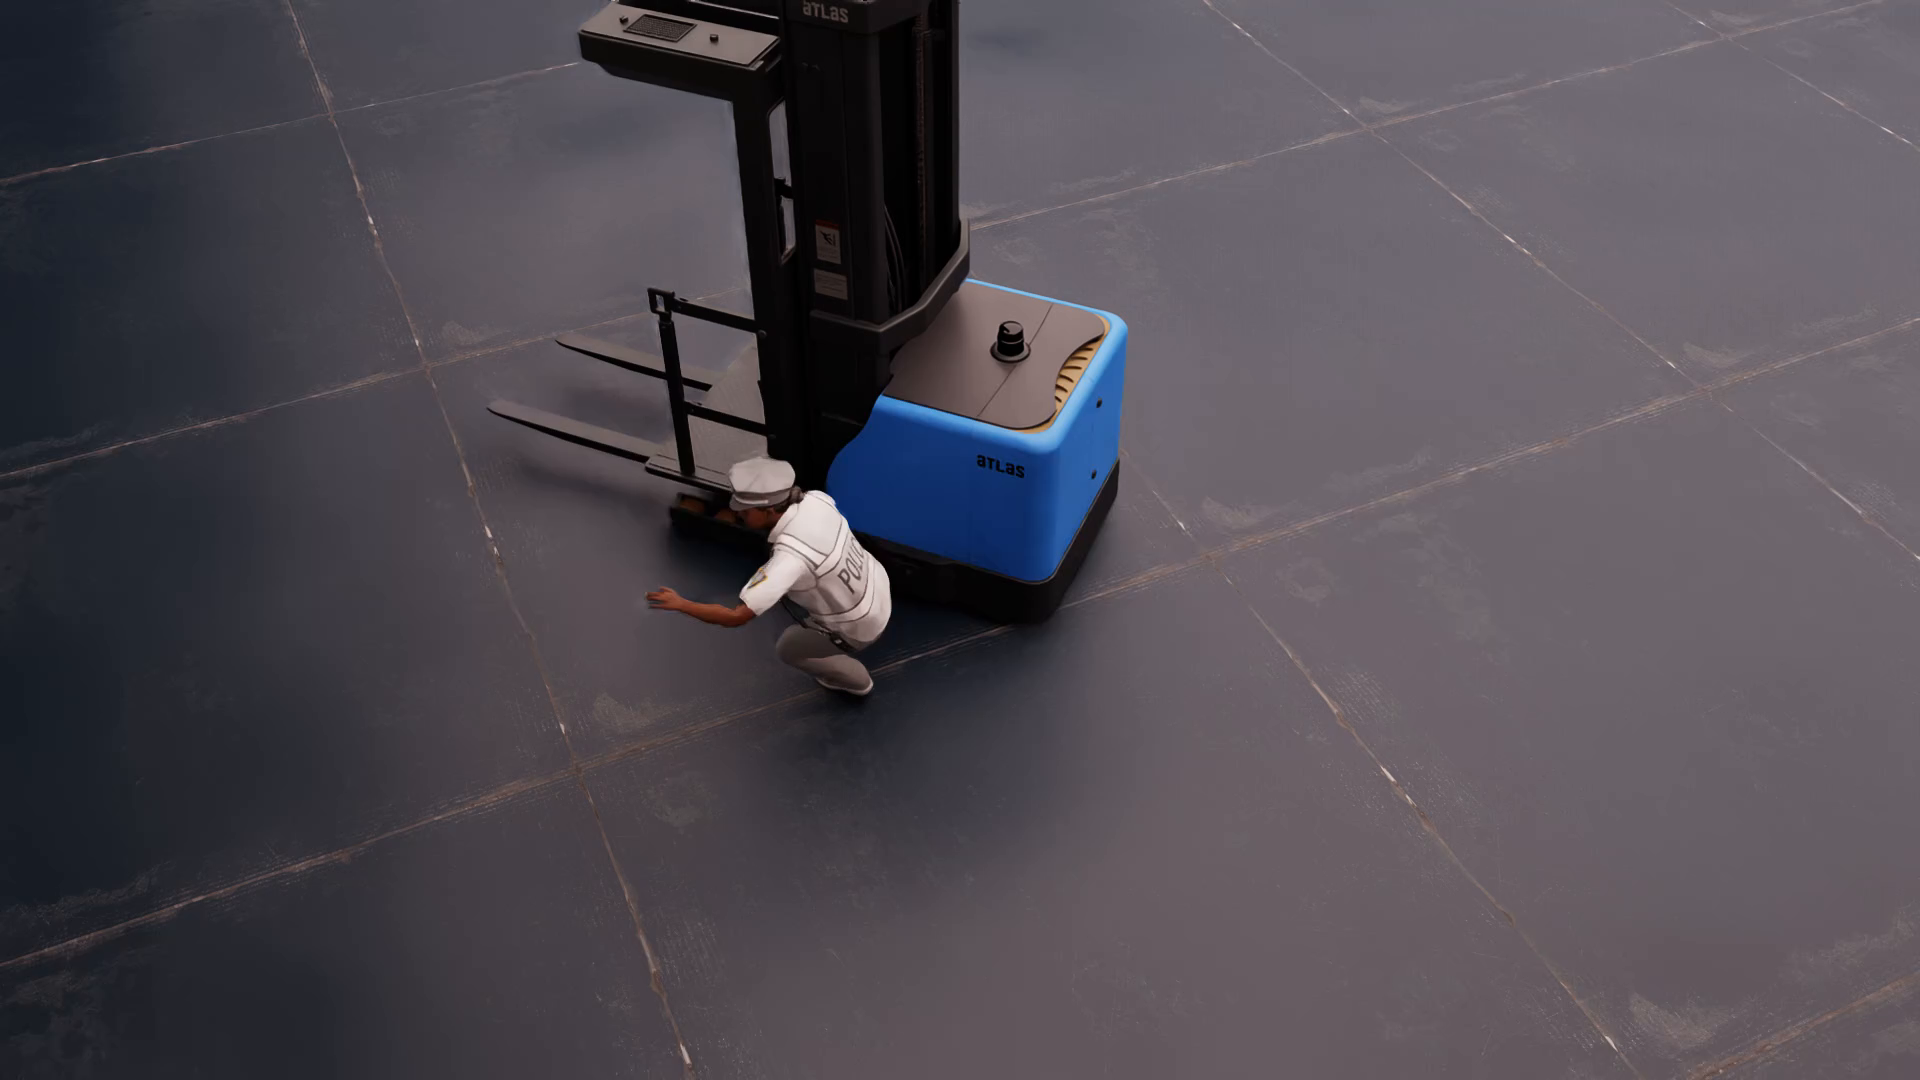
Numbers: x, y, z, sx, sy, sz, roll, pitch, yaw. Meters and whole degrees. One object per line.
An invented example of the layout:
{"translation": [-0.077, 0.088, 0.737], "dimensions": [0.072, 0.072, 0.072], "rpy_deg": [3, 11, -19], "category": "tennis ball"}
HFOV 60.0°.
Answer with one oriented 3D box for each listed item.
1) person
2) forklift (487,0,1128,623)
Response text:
{"translation": [-0.710, 0.148, 6.625], "dimensions": [0.900, 1.416, 1.095], "rpy_deg": [2, 43, 2], "category": "person"}
{"translation": [-0.813, -1.365, 7.143], "dimensions": [3.031, 2.935, 1.130], "rpy_deg": [16, 45, 17], "category": "forklift"}
